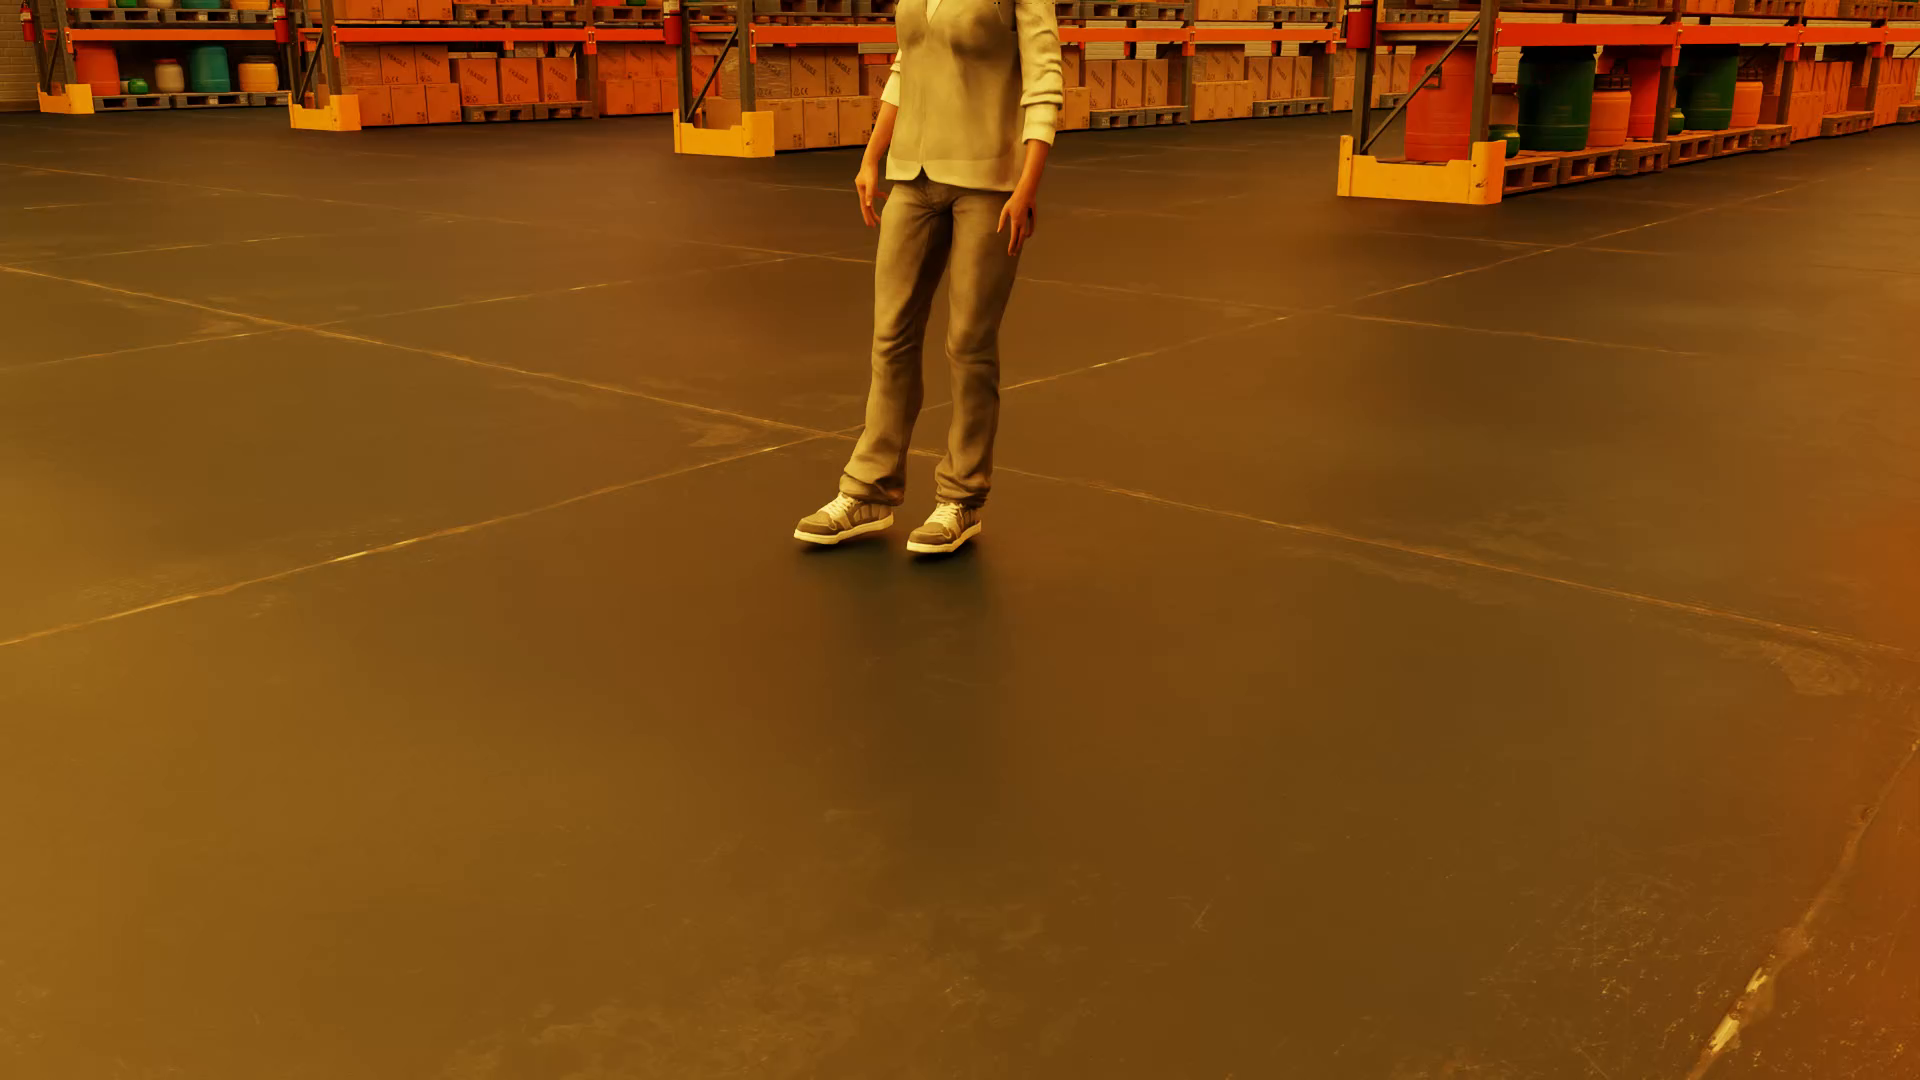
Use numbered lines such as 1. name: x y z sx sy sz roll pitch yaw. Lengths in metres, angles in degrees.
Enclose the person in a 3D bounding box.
1. person: -0.058 -0.757 3.661 0.521 1.599 0.473 13 21 37
